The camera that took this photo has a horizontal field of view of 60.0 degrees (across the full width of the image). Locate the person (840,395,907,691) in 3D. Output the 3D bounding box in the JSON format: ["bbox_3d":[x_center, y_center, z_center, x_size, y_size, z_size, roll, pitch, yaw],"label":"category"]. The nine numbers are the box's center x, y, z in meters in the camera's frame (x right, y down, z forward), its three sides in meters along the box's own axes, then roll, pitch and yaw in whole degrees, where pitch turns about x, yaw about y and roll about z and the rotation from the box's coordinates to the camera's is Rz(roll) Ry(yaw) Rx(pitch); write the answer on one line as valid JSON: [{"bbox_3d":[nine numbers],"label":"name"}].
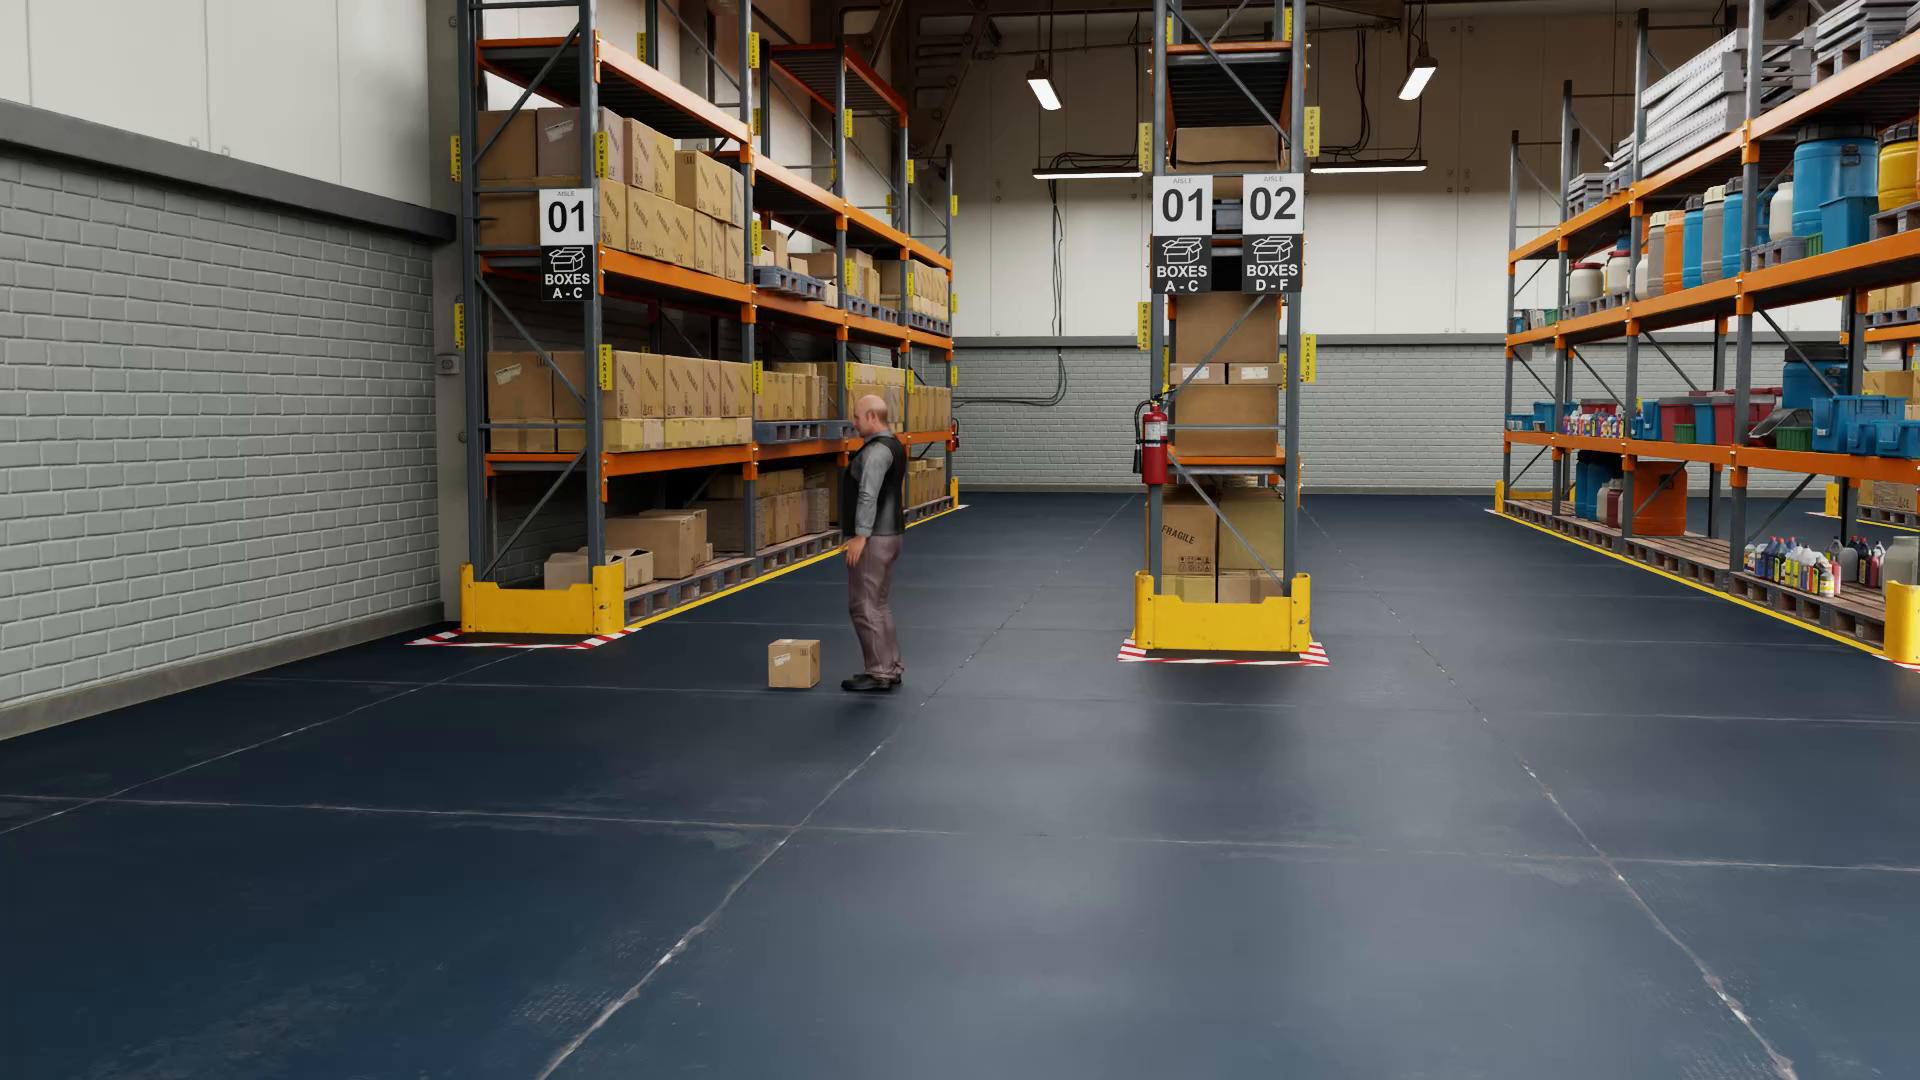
[{"bbox_3d":[-0.507,0.015,9.708,0.355,1.716,0.534,1,4,10],"label":"person"}]
